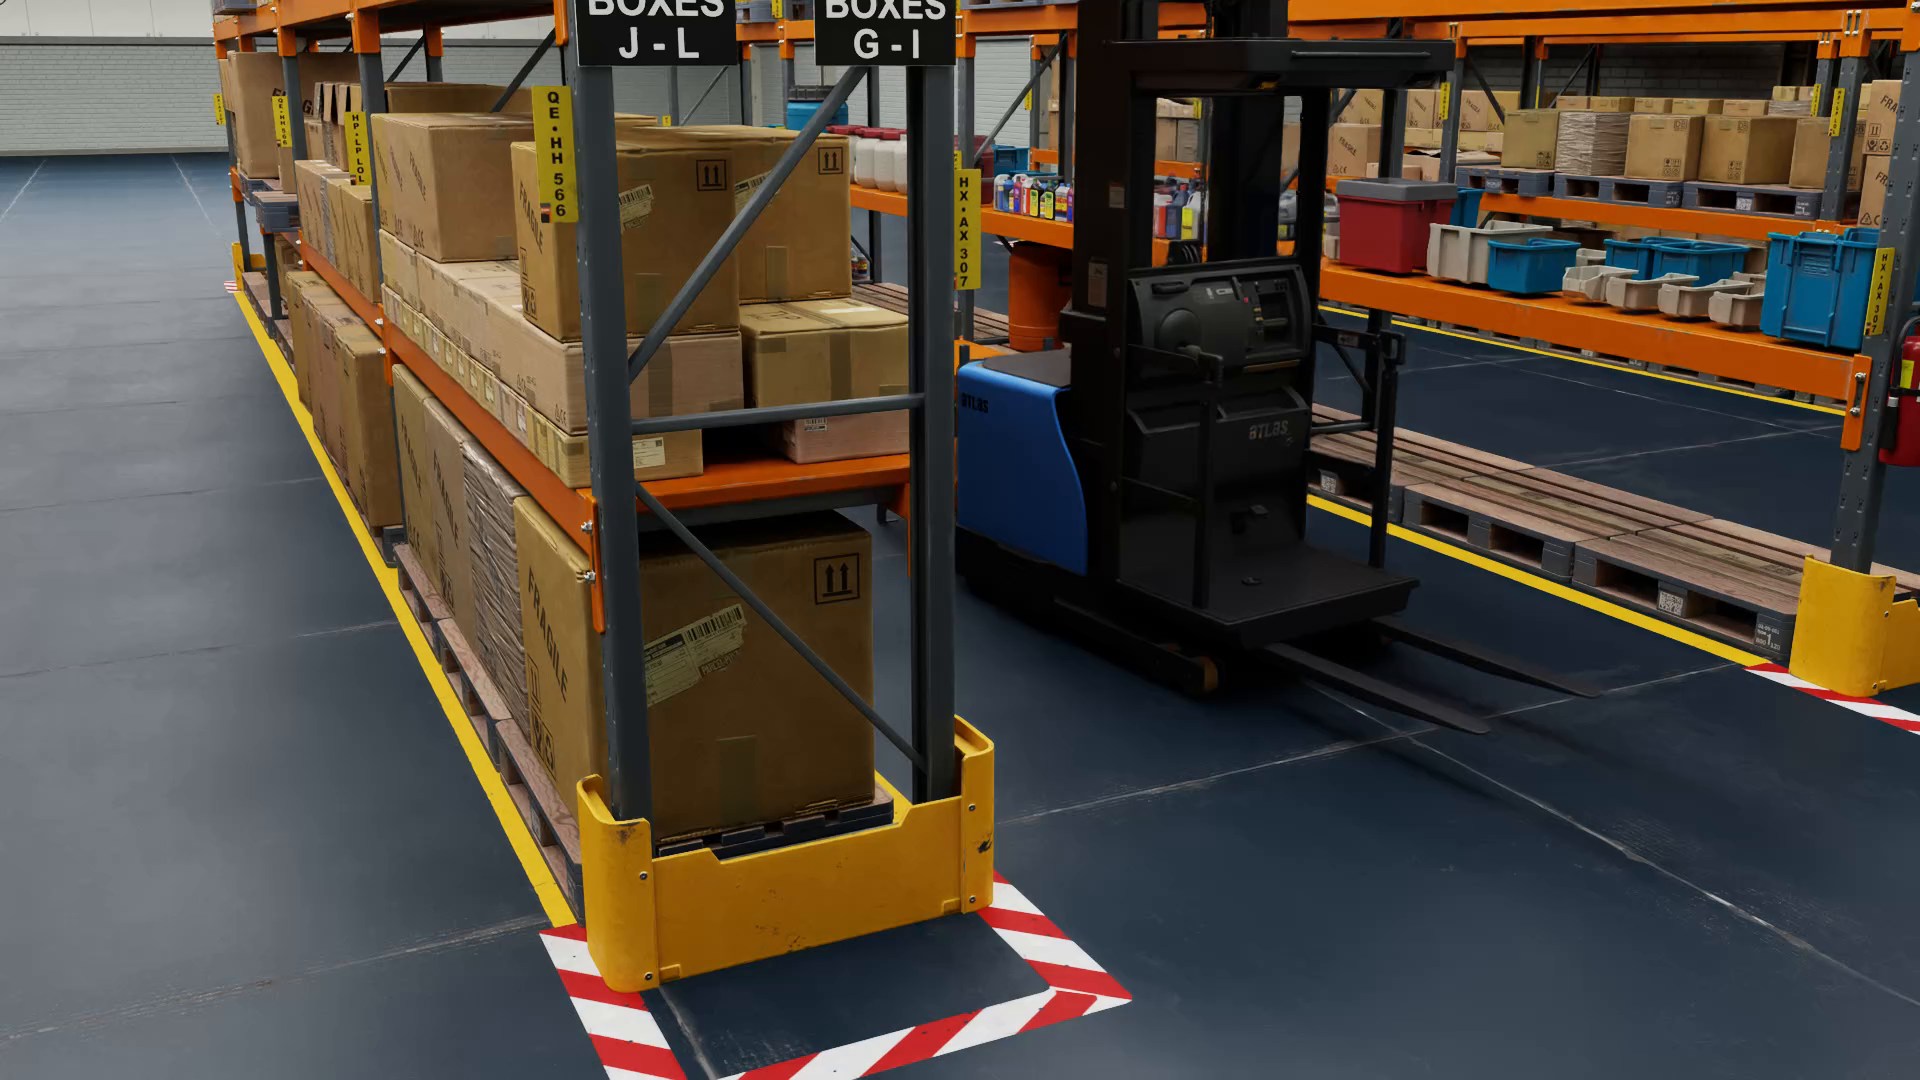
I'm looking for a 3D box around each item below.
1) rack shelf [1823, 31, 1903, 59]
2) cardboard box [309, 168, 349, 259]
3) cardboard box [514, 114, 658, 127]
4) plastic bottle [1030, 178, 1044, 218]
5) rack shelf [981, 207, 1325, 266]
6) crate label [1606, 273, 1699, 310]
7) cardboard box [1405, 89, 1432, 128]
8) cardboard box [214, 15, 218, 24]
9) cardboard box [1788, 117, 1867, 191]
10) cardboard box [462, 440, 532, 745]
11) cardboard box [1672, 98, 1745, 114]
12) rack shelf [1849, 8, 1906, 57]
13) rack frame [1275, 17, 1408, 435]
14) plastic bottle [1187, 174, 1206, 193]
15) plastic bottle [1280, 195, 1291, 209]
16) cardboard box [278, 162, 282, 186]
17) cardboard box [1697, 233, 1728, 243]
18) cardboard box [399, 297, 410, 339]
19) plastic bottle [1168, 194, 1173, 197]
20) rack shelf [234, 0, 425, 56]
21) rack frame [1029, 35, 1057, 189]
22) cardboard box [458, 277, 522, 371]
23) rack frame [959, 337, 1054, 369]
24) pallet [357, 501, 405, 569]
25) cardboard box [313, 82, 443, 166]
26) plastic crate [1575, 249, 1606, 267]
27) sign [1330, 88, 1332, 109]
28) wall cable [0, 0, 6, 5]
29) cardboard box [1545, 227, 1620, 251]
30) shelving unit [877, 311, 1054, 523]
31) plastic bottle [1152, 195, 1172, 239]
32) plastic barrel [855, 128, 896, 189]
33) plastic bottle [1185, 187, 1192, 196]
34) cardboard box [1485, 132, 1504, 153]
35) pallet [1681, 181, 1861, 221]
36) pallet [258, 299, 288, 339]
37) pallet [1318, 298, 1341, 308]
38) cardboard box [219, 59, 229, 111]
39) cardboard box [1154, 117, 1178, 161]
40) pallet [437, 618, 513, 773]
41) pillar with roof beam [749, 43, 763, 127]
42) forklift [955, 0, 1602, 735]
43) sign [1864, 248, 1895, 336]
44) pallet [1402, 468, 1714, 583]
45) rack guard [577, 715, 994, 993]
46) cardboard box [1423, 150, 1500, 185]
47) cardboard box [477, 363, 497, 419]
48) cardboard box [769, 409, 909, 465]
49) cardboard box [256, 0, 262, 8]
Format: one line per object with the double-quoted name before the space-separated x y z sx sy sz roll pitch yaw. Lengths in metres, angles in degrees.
"rack shelf" 10.240 -4.711 15.595 1.077 0.370 4.000 -8 18 -25
"cardboard box" -3.571 -1.956 9.946 0.500 0.500 0.500 -8 18 -26
"cardboard box" -1.585 -1.548 7.081 0.500 0.500 0.500 -7 18 -24
"plastic bottle" 0.577 -2.558 12.437 0.061 0.283 0.133 -8 18 -25
"rack shelf" 1.334 -2.072 11.837 1.077 0.370 4.000 -8 18 -25
"crate label" 3.185 -1.152 7.697 0.396 0.136 0.243 -8 18 -25
"cardboard box" 6.226 -5.985 23.045 0.500 0.500 0.500 -8 18 -27
"cardboard box" -7.521 -5.518 17.374 0.500 0.250 0.500 -7 17 -23
"cardboard box" 6.658 -2.914 12.524 0.500 0.500 0.700 15 22 42
"cardboard box" -1.241 0.113 6.008 0.875 0.875 0.875 -8 18 -25
"cardboard box" 8.583 -4.792 19.032 0.700 0.500 0.500 -8 18 -25
"rack shelf" 7.541 -3.120 10.049 1.077 0.370 4.000 -8 18 -25
"rack frame" 2.210 -1.922 10.009 1.000 3.000 0.127 -8 18 -25
"plastic bottle" 1.691 -2.434 11.885 0.144 0.351 0.185 -8 18 -25
"plastic bottle" 2.163 -2.144 11.016 0.097 0.271 0.097 0 16 0
"cardboard box" -4.968 -2.833 12.668 0.396 0.266 0.258 -8 18 -26
"cardboard box" 8.880 -3.435 19.016 0.700 0.500 0.500 -8 18 -25
"cardboard box" -2.180 -0.959 7.108 0.380 0.149 0.250 -7 17 -23
"plastic bottle" 1.411 -2.187 11.168 0.097 0.271 0.097 0 16 0
"rack shelf" -4.871 -3.907 12.794 1.077 0.370 4.000 -8 18 -25
"rack frame" 1.407 -5.495 22.461 1.000 3.000 0.127 -8 18 -25
"cardboard box" -1.386 -0.742 5.632 0.500 0.250 0.500 -8 18 -27
"rack frame" 0.226 -0.414 8.154 0.500 1.125 0.032 -8 18 -25
"pallet" -2.648 -0.165 8.943 1.003 0.211 1.213 -8 18 -25
"cardboard box" -3.689 -2.662 10.589 0.797 0.503 0.637 -7 17 -23
"plastic crate" 3.243 -1.428 8.660 0.293 0.136 0.466 -8 18 -25
"sign" 5.371 -6.445 24.202 0.100 0.325 0.005 -8 18 -25
"wall cable" -26.077 -16.209 42.756 2.305 6.003 0.169 -8 18 -25
"cardboard box" 5.561 -2.665 14.973 0.500 0.250 0.500 -7 17 -23
"shelving unit" 0.001 -0.540 8.592 0.538 1.125 1.048 -8 18 -25
"plastic bottle" 1.366 -2.136 10.982 0.152 0.276 0.135 -8 18 -25
"plastic barrel" -0.751 -3.525 15.350 0.433 0.535 0.433 0 16 0
"plastic bottle" 1.602 -2.371 11.807 0.097 0.271 0.097 0 16 0
"cardboard box" 7.131 -5.121 21.393 0.500 0.250 0.500 -8 18 -25
"pallet" 6.413 -2.638 12.855 1.003 0.211 1.213 -8 18 -25
"pallet" -6.073 -2.129 15.786 1.003 0.211 1.213 -8 18 -25
"pallet" 4.056 -2.682 17.713 1.003 0.211 1.213 -8 18 -25
"cardboard box" -7.291 -4.676 17.075 0.500 0.500 0.500 -8 18 -25
"cardboard box" 2.723 -4.790 19.825 0.700 0.500 0.500 -8 18 -25
"pallet" -1.441 0.518 6.563 1.003 0.211 1.213 -8 18 -25
"pillar with roof beam" -10.070 -15.828 47.591 9.100 9.000 0.400 -8 18 -25
"forklift" 1.205 -0.934 6.692 1.130 2.935 3.031 -10 19 -32
"sign" 3.475 -0.938 6.285 0.100 0.325 0.005 -8 18 -25
"pallet" 3.106 -0.101 8.720 1.003 0.211 1.213 -8 18 -25
"rack guard" -0.479 0.876 4.792 1.175 0.500 0.348 -8 18 -25
"cardboard box" 4.792 -3.564 15.893 0.500 0.311 0.500 -6 17 -21
"cardboard box" -1.391 -0.512 5.553 0.380 0.149 0.250 -8 18 -26
"cardboard box" -0.349 -0.339 4.948 0.380 0.149 0.250 -7 18 -24
"cardboard box" -4.870 -4.019 12.153 0.500 0.250 0.500 -7 17 -23
